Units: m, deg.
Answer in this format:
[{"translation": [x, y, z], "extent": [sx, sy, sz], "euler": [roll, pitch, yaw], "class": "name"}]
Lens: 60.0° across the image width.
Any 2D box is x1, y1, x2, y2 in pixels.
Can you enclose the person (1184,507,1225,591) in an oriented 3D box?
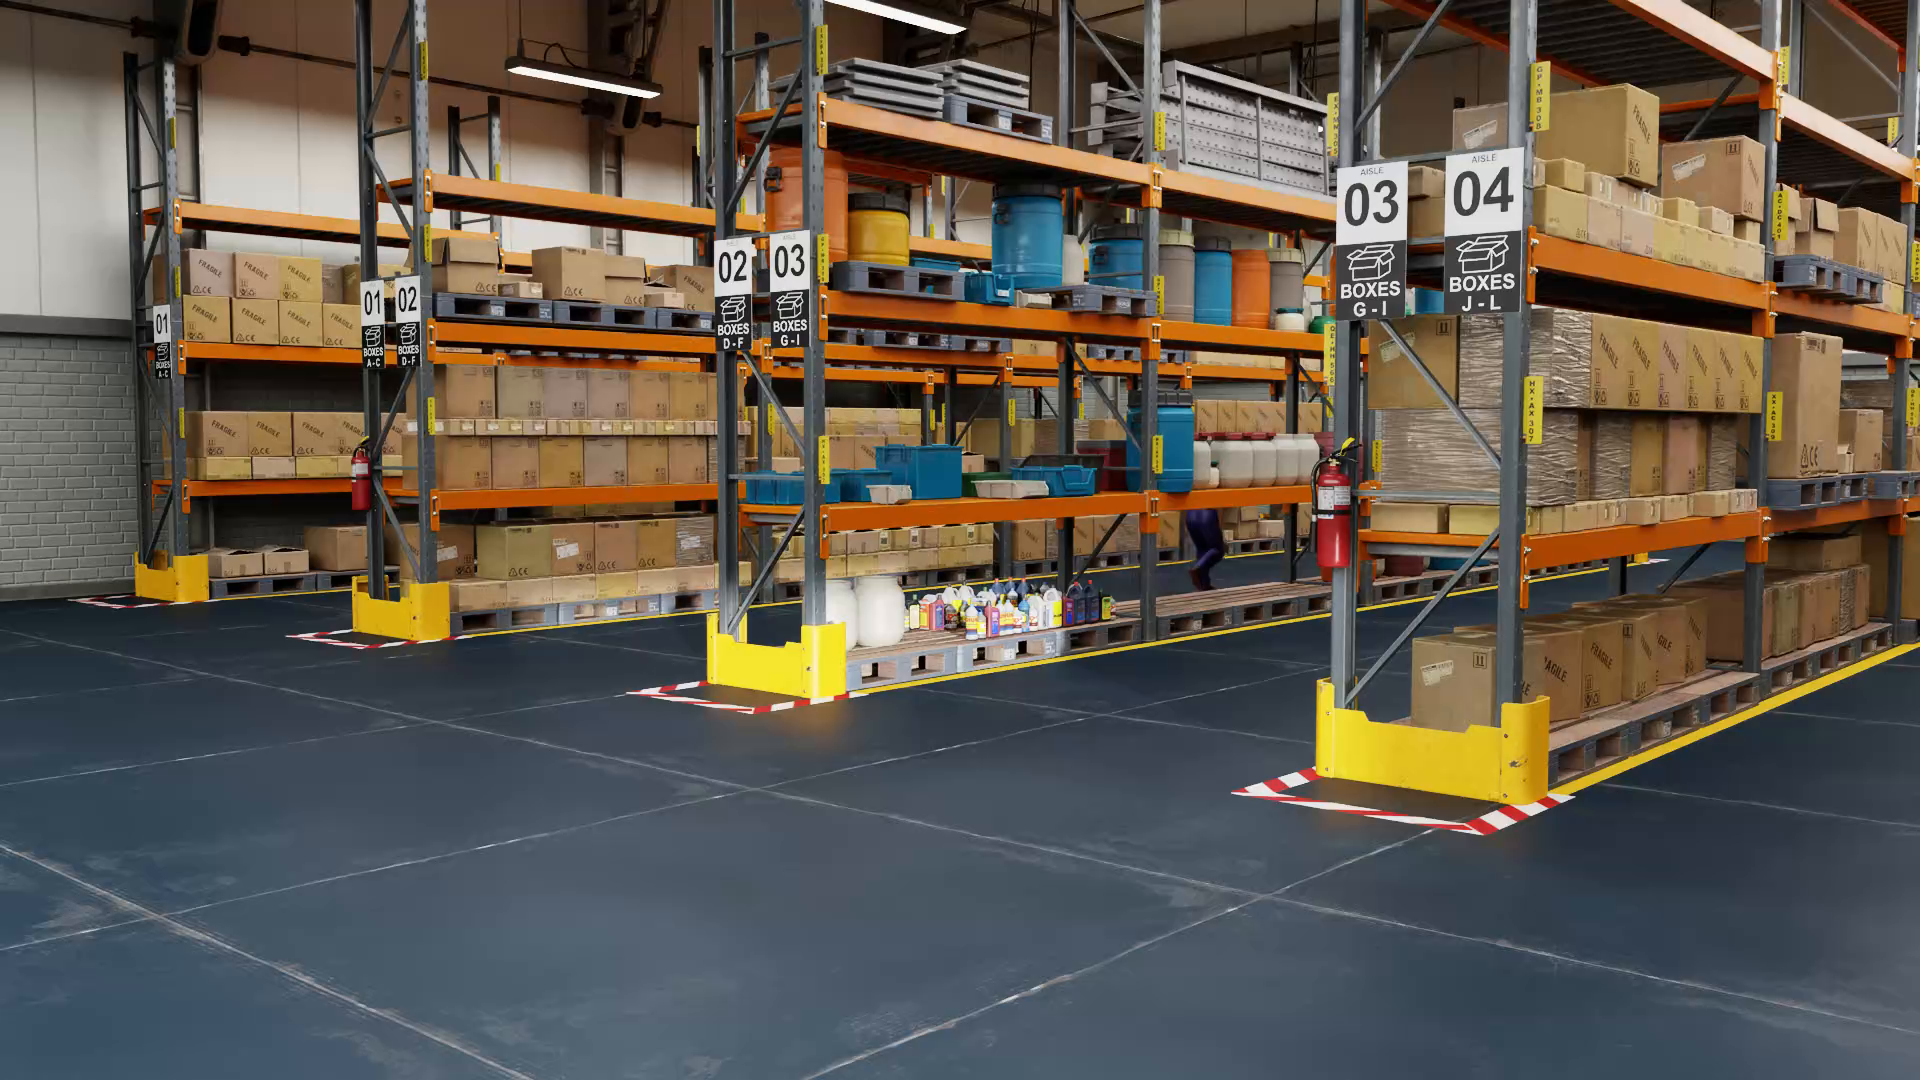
[{"translation": [2.741, -0.215, 18.755], "extent": [0.481, 1.622, 0.723], "euler": [3, 5, 41], "class": "person"}]
